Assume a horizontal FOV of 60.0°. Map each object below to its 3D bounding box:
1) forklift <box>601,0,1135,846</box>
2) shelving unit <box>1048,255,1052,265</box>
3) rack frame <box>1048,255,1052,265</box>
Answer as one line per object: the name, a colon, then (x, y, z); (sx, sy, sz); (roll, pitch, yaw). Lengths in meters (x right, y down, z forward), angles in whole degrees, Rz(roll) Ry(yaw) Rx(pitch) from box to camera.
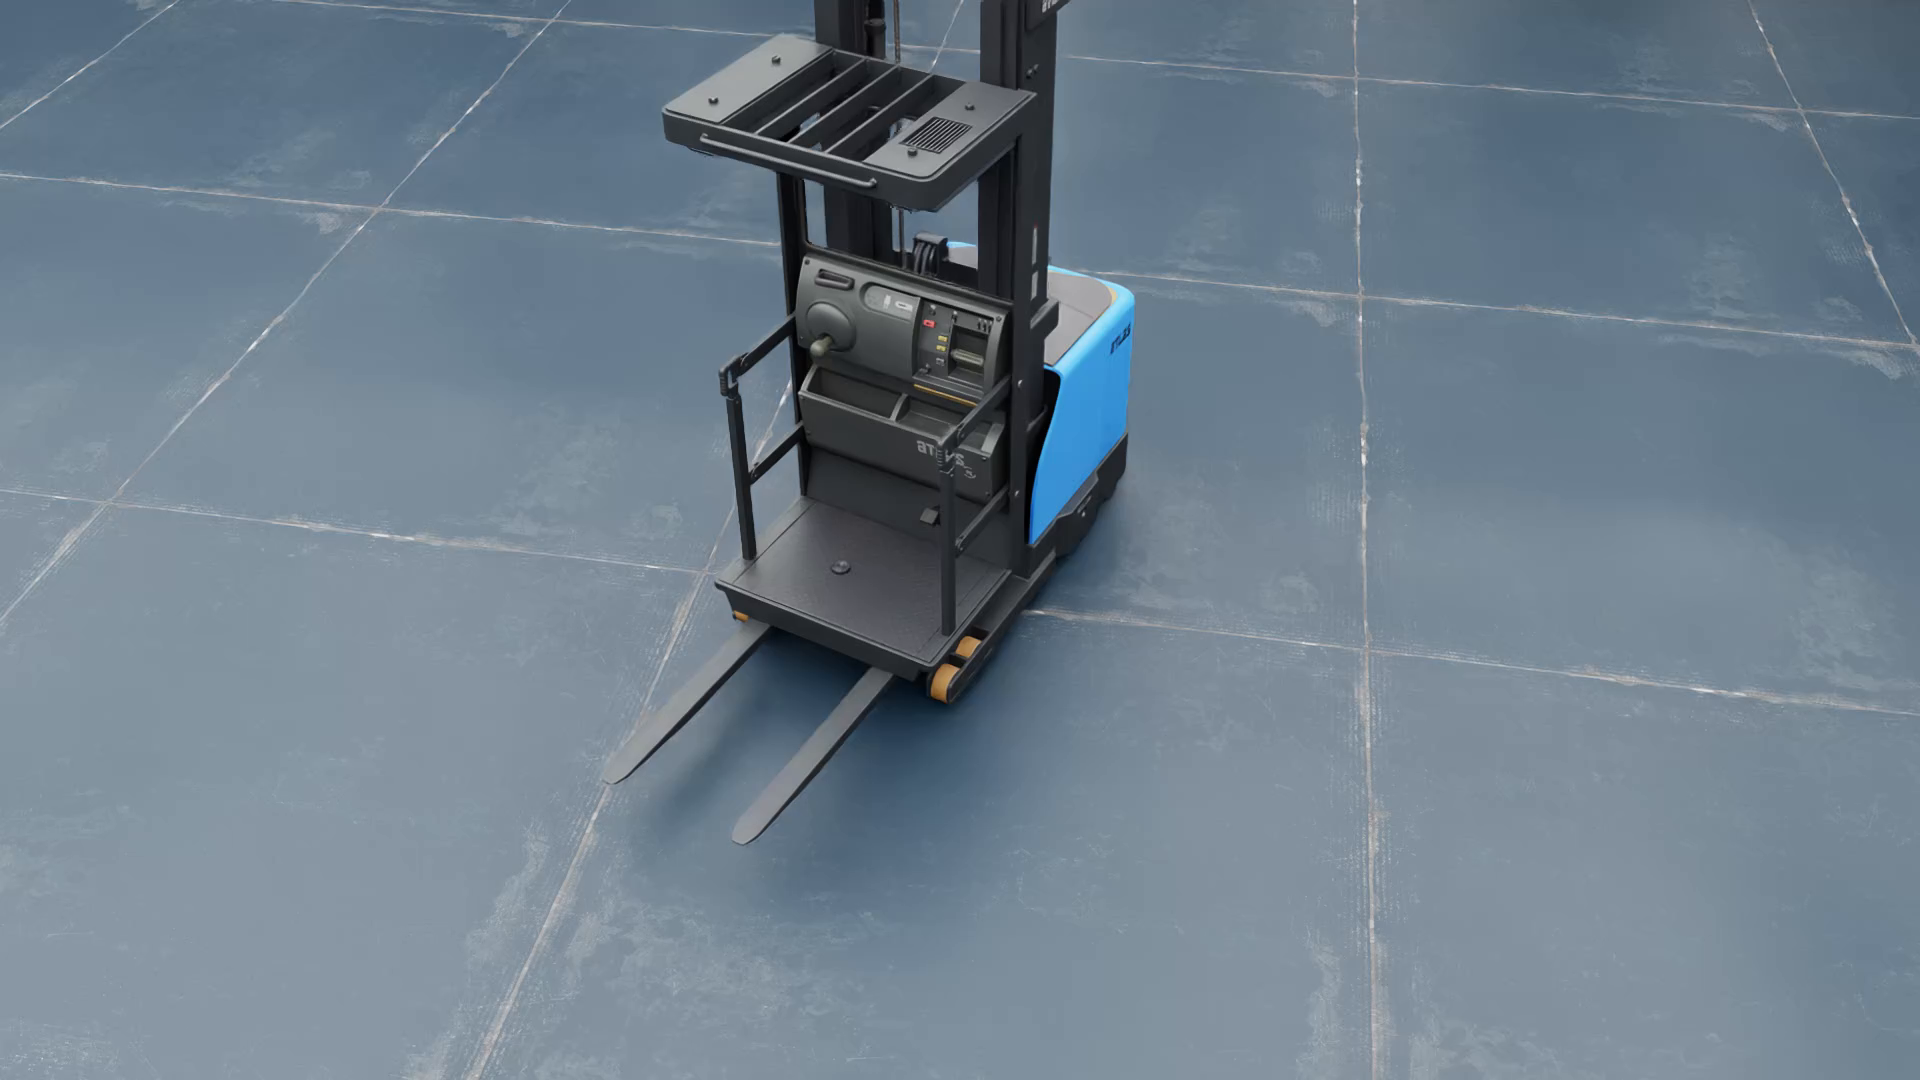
forklift: (-0.349, -0.776, 6.485); (1.130, 2.935, 3.031); (20, 43, 22)
shelving unit: (0.285, -0.993, 8.330); (0.258, 0.900, 0.210); (15, 37, 17)
rack frame: (0.324, -1.046, 8.407); (0.240, 0.900, 0.006); (15, 37, 17)
